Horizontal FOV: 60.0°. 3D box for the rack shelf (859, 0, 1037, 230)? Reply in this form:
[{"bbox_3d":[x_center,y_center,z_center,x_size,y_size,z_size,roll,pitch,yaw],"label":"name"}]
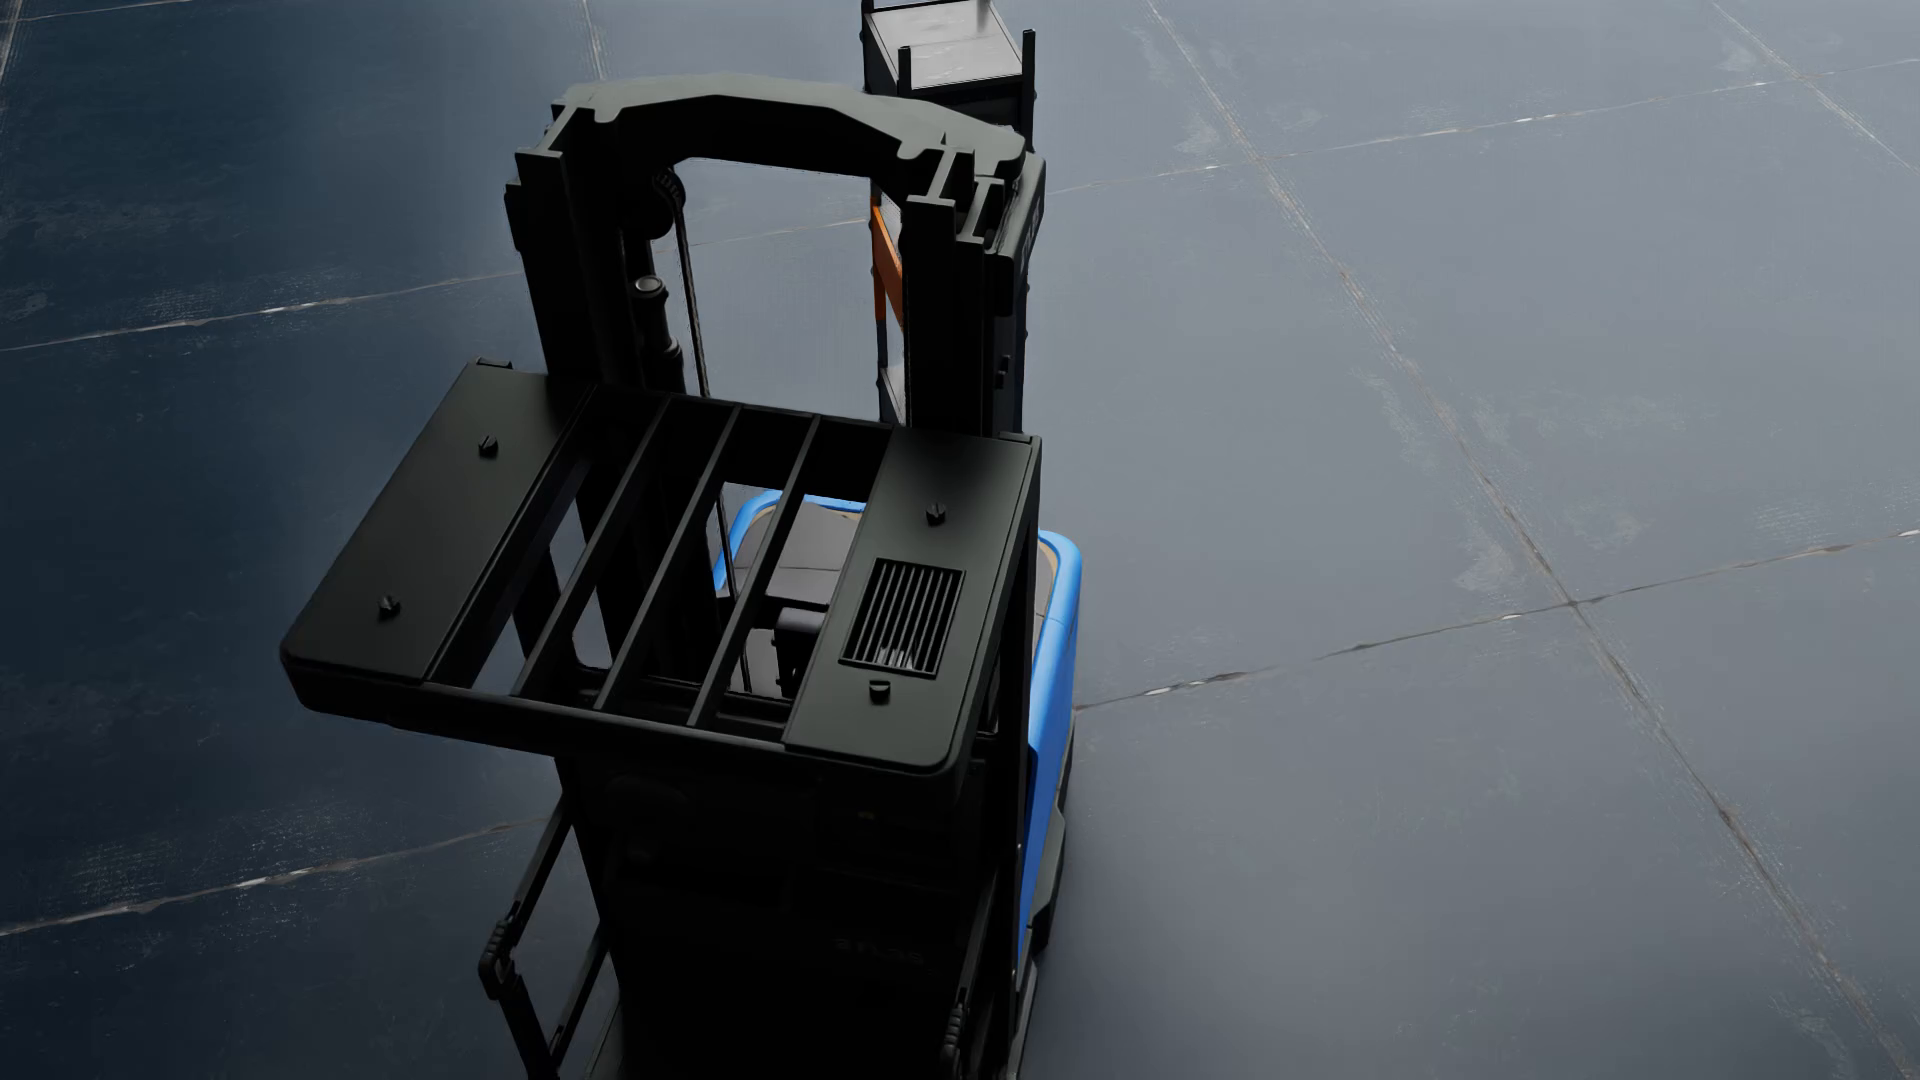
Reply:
[{"bbox_3d":[-0.042,-1.330,5.122,0.431,0.518,0.480,-11,47,-10],"label":"rack shelf"}]

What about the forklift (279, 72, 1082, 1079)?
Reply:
[{"bbox_3d":[-0.447,0.668,3.543,1.130,2.935,3.031,9,46,8],"label":"forklift"}]

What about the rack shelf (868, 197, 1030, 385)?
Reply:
[{"bbox_3d":[-0.042,-0.840,5.622,0.431,0.518,0.480,-11,47,-10],"label":"rack shelf"}]

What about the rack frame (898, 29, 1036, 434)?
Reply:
[{"bbox_3d":[0.020,-0.681,5.447,0.400,2.100,0.015,-11,47,-10],"label":"rack frame"}]

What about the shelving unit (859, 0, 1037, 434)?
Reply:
[{"bbox_3d":[-0.042,-0.849,5.612,0.431,2.100,0.503,-11,47,-10],"label":"shelving unit"}]

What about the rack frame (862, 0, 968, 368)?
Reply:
[{"bbox_3d":[-0.105,-1.018,5.777,0.400,2.100,0.015,-11,47,-10],"label":"rack frame"}]

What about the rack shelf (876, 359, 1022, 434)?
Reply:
[{"bbox_3d":[-0.042,-0.350,6.122,0.431,0.518,0.480,-11,47,-10],"label":"rack shelf"}]
